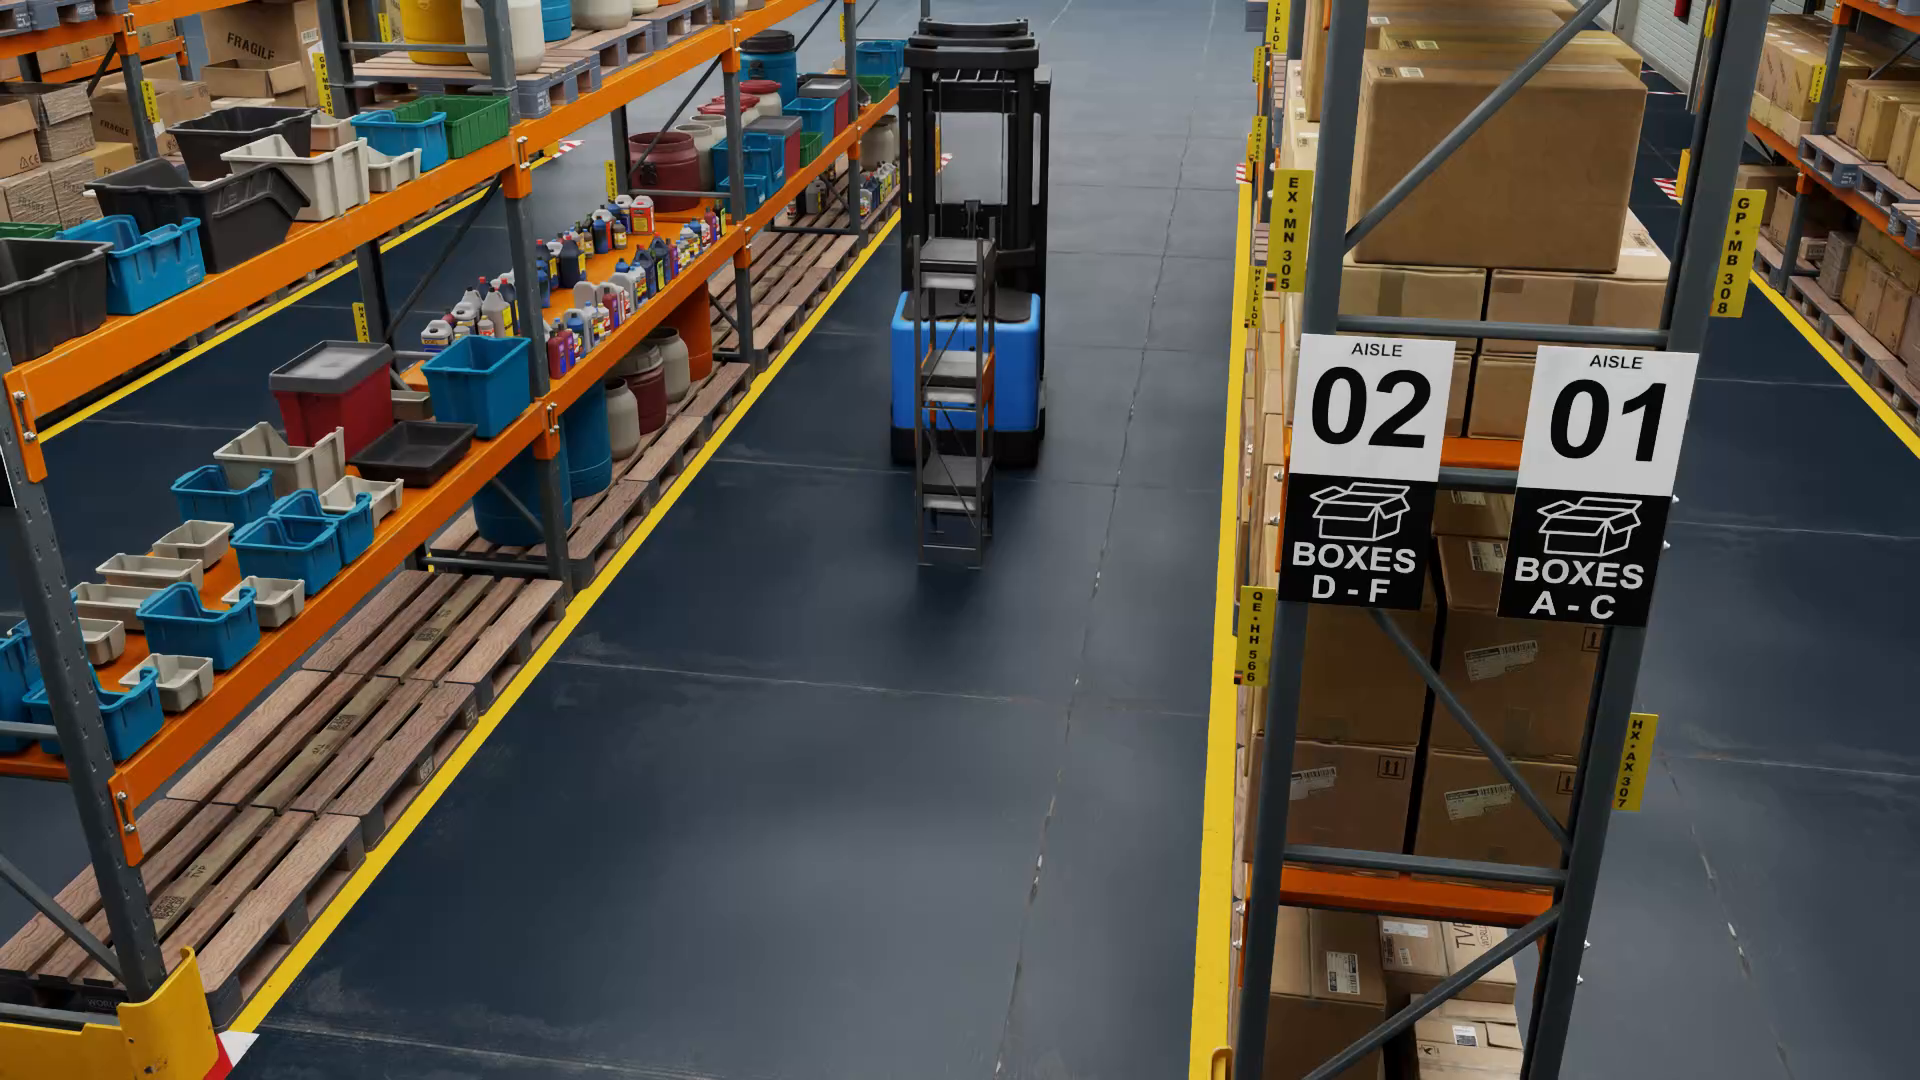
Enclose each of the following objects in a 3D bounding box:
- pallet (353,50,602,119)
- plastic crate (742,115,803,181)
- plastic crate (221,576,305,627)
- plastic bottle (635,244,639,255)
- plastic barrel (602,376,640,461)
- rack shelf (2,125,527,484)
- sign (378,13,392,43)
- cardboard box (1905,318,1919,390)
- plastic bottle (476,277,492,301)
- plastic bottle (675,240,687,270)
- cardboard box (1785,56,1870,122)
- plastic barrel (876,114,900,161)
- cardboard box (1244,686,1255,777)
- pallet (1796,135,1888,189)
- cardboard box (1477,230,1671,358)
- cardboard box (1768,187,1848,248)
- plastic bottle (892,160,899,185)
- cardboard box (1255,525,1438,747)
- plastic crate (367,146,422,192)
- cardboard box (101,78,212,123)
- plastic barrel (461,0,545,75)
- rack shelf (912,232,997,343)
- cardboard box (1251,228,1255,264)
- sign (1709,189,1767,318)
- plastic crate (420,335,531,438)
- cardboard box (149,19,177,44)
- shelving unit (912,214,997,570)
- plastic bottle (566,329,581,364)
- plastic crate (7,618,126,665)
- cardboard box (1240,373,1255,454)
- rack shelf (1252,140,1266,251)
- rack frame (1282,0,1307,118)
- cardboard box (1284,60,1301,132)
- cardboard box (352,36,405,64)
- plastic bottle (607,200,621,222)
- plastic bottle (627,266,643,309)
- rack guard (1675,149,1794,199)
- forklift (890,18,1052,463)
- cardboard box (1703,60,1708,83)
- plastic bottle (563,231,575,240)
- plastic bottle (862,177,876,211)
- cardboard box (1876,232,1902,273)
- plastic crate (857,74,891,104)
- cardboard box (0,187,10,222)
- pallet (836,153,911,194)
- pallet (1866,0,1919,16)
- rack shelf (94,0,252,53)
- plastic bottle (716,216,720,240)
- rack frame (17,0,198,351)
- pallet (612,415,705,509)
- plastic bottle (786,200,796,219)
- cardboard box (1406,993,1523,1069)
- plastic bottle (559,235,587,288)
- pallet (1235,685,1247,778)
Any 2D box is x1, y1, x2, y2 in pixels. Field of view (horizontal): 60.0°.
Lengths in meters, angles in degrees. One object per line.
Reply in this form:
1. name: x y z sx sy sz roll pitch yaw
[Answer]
1. pallet: -2.795 -2.627 9.508 1.213 0.211 1.003 4 25 9
2. plastic crate: -1.607 -3.376 14.348 0.402 0.464 0.583 4 25 9
3. plastic crate: -2.870 0.253 6.911 0.250 0.136 0.298 4 25 9
4. plastic bottle: -2.177 -1.895 11.398 0.061 0.283 0.133 4 25 9
5. plastic barrel: -2.424 -0.835 11.435 0.421 0.512 0.421 0 25 0
6. rack shelf: -3.153 -1.216 7.119 1.077 0.370 4.000 4 25 9
7. sign: -5.857 -5.196 16.946 0.100 0.325 0.005 4 25 9
8. cardboard box: 7.668 -1.378 12.585 0.700 0.500 0.500 4 25 9
9. plastic bottle: -2.969 -1.481 10.435 0.144 0.351 0.185 4 25 9
10. plastic bottle: -1.988 -2.016 11.752 0.097 0.201 0.097 0 25 0
11. cardboard box: 8.027 -4.179 15.408 0.500 0.500 0.500 4 25 8
12. plastic barrel: -0.897 -4.821 19.950 0.421 0.512 0.421 0 25 0
13. cardboard box: 1.292 0.530 5.962 0.500 0.500 0.500 4 25 9
14. pallet: 7.987 -3.282 14.450 1.003 0.211 1.213 4 25 9
15. cardboard box: 1.747 -0.715 4.789 0.500 0.250 0.500 4 25 9
16. cardboard box: 8.385 -3.183 16.441 0.500 0.500 0.500 2 25 5
17. plastic bottle: -0.734 -4.158 18.781 0.061 0.283 0.133 5 25 10
18. cardboard box: 1.208 0.295 5.284 0.500 0.500 0.500 4 25 8
19. plastic crate: -2.659 -1.700 7.617 0.293 0.136 0.466 4 25 9
20. cardboard box: -7.018 -3.740 14.588 0.700 0.500 0.500 8 26 16
21. plastic barrel: -2.493 -2.832 9.069 0.433 0.535 0.433 0 25 0
22. rack shelf: -0.027 -1.503 9.866 0.431 0.518 0.480 4 25 9
23. cardboard box: 2.884 -2.638 14.934 0.500 0.311 0.500 3 25 7
24. sign: 1.942 -0.718 4.177 0.100 0.325 0.005 4 25 9
25. plastic crate: -2.566 -0.820 8.912 0.392 0.384 0.575 4 25 9
26. cardboard box: -10.644 -6.677 21.299 0.875 0.550 0.550 4 25 9
27. shelving unit: -0.027 -0.882 10.157 0.431 2.100 0.503 4 25 9
28. plastic bottle: -2.323 -1.158 9.921 0.097 0.201 0.097 0 25 0
29. plastic crate: -3.525 0.392 6.614 0.396 0.136 0.243 4 25 9
30. cardboard box: 2.190 -0.815 11.383 0.500 0.500 0.500 4 25 8
31. rack shelf: 3.040 -2.858 14.166 1.077 0.370 4.000 4 25 9
32. rack frame: 2.060 -3.392 7.381 1.000 3.000 0.127 4 25 9
33. cardboard box: 1.735 -2.005 7.545 0.500 0.250 0.500 4 25 9
34. cardboard box: -6.271 -5.072 17.579 0.875 0.500 0.500 4 25 9
35. plastic bottle: -2.608 -2.429 12.552 0.097 0.271 0.097 0 25 0
36. plastic bottle: -2.140 -1.659 10.908 0.097 0.271 0.097 0 25 0
37. rack guard: 8.896 -4.188 19.107 1.175 0.500 0.348 4 25 9
38. forklift: 0.119 -2.456 12.540 1.130 2.935 3.031 2 25 3
39. cardboard box: 8.516 -5.111 18.284 0.500 0.250 0.500 3 25 7
40. plastic bottle: -2.759 -2.042 11.726 0.097 0.271 0.097 0 25 0
41. plastic bottle: -0.978 -3.674 17.666 0.144 0.351 0.185 5 25 10
42. cardboard box: 8.001 -2.374 13.829 0.500 0.250 0.500 3 25 7
43. plastic crate: -1.018 -4.817 17.753 0.450 0.188 0.662 4 25 9
44. cardboard box: -7.148 -2.219 11.834 0.500 0.500 0.500 5 25 10
45. pallet: -0.969 -4.401 19.903 1.003 0.211 1.213 4 25 9
46. pallet: 7.883 -4.267 13.012 1.213 0.211 1.003 4 25 9
47. rack shelf: -6.732 -4.905 15.000 1.077 0.370 4.000 4 25 9
48. plastic bottle: -1.855 -2.356 12.480 0.097 0.201 0.097 0 25 0
49. rack frame: -7.059 -3.035 13.696 1.000 3.000 0.127 4 25 9
50. pallet: -2.462 -0.588 11.757 1.003 0.211 1.213 4 25 9
51. plastic bottle: -1.767 -3.470 17.408 0.097 0.201 0.097 0 25 0
52. cardboard box: 1.855 1.827 6.133 0.380 0.166 0.250 4 25 9
53. plastic bottle: -2.647 -1.910 11.351 0.144 0.351 0.185 4 25 9
54. pallet: 1.947 0.876 8.630 1.003 0.211 1.213 4 25 9
